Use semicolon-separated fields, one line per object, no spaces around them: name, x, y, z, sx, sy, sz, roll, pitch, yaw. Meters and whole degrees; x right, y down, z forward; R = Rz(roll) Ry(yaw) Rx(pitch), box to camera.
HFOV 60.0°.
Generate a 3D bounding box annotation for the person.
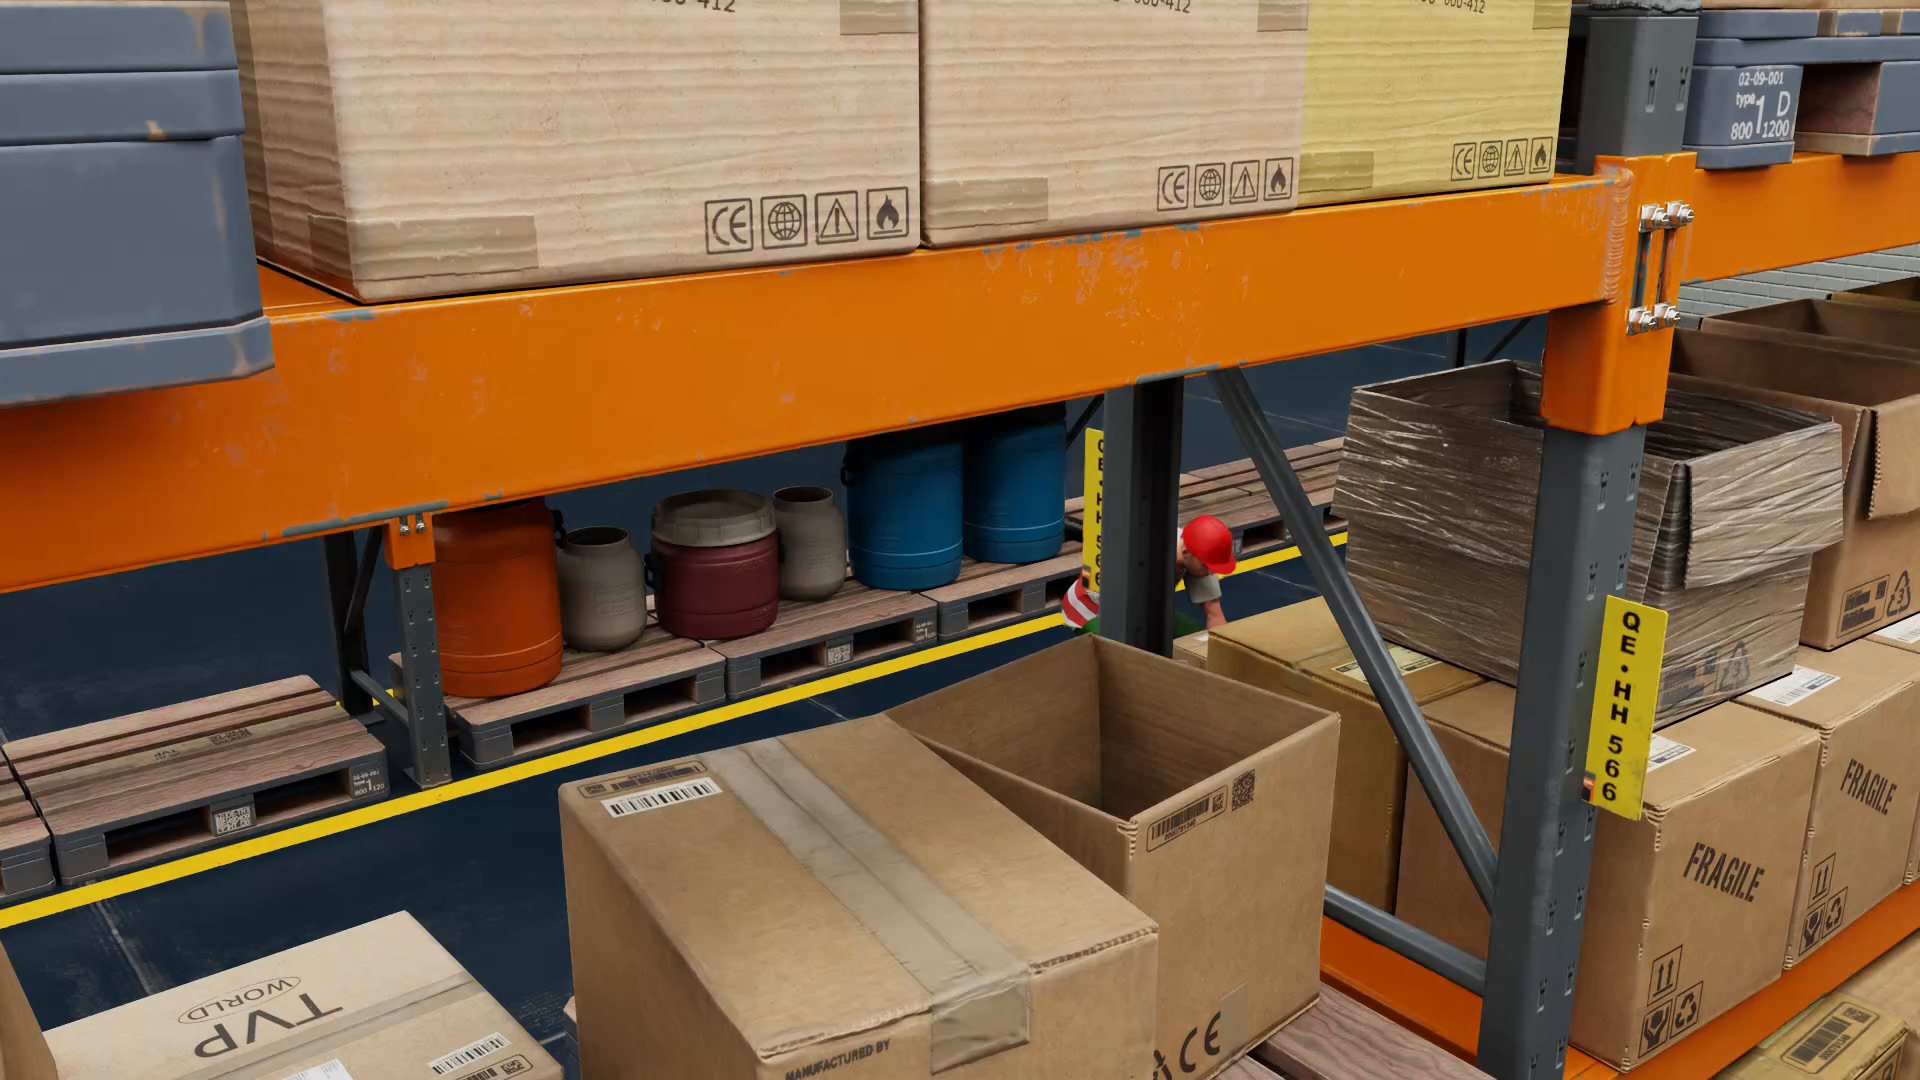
person;0.860;0.319;7.338;0.565;0.991;0.880;-13;22;-36
